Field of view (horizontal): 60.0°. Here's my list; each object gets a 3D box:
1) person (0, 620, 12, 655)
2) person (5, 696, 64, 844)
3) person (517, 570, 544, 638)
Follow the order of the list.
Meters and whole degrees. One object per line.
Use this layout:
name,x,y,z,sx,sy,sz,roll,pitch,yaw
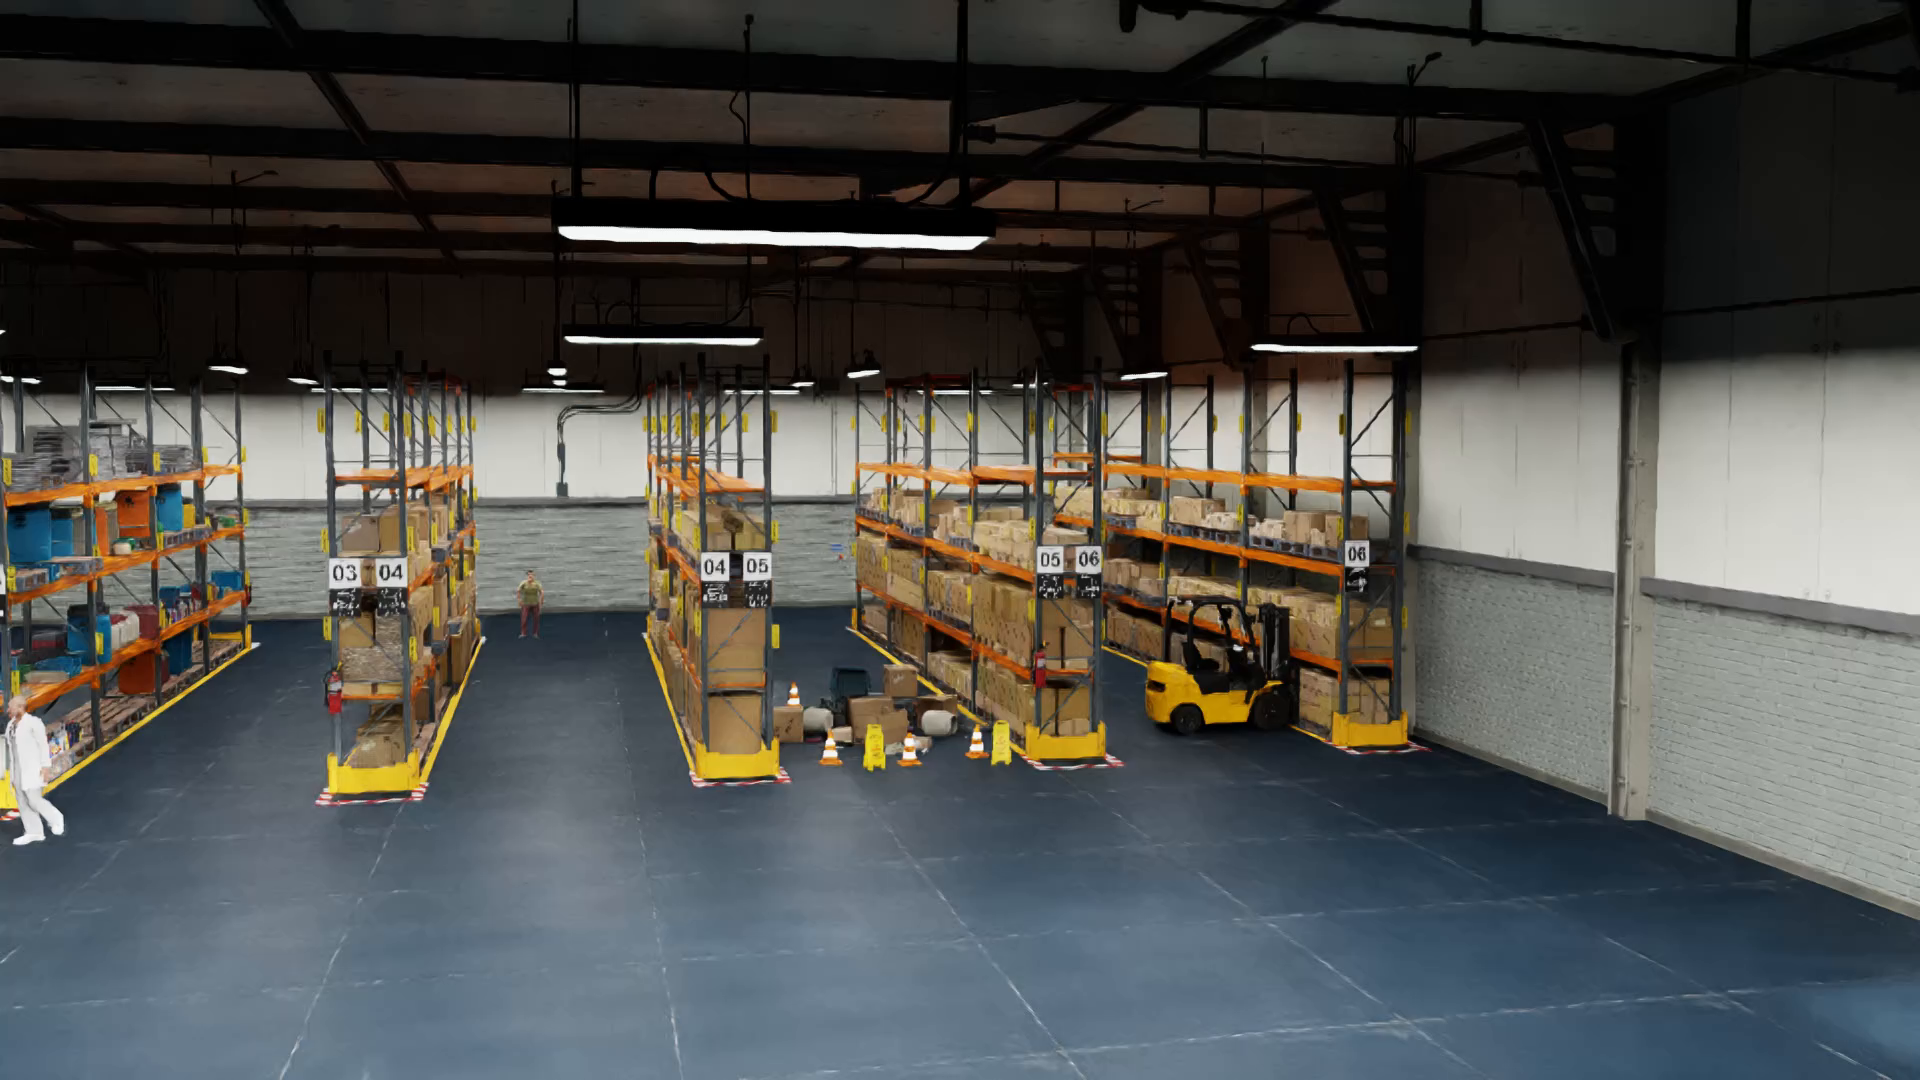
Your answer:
person,-19.002,1.949,32.724,0.608,1.573,0.517,-1,4,-16
person,-11.106,2.733,19.947,0.619,1.773,0.599,2,4,22
person,-10.059,1.491,38.956,0.598,1.619,0.498,-1,4,-16
